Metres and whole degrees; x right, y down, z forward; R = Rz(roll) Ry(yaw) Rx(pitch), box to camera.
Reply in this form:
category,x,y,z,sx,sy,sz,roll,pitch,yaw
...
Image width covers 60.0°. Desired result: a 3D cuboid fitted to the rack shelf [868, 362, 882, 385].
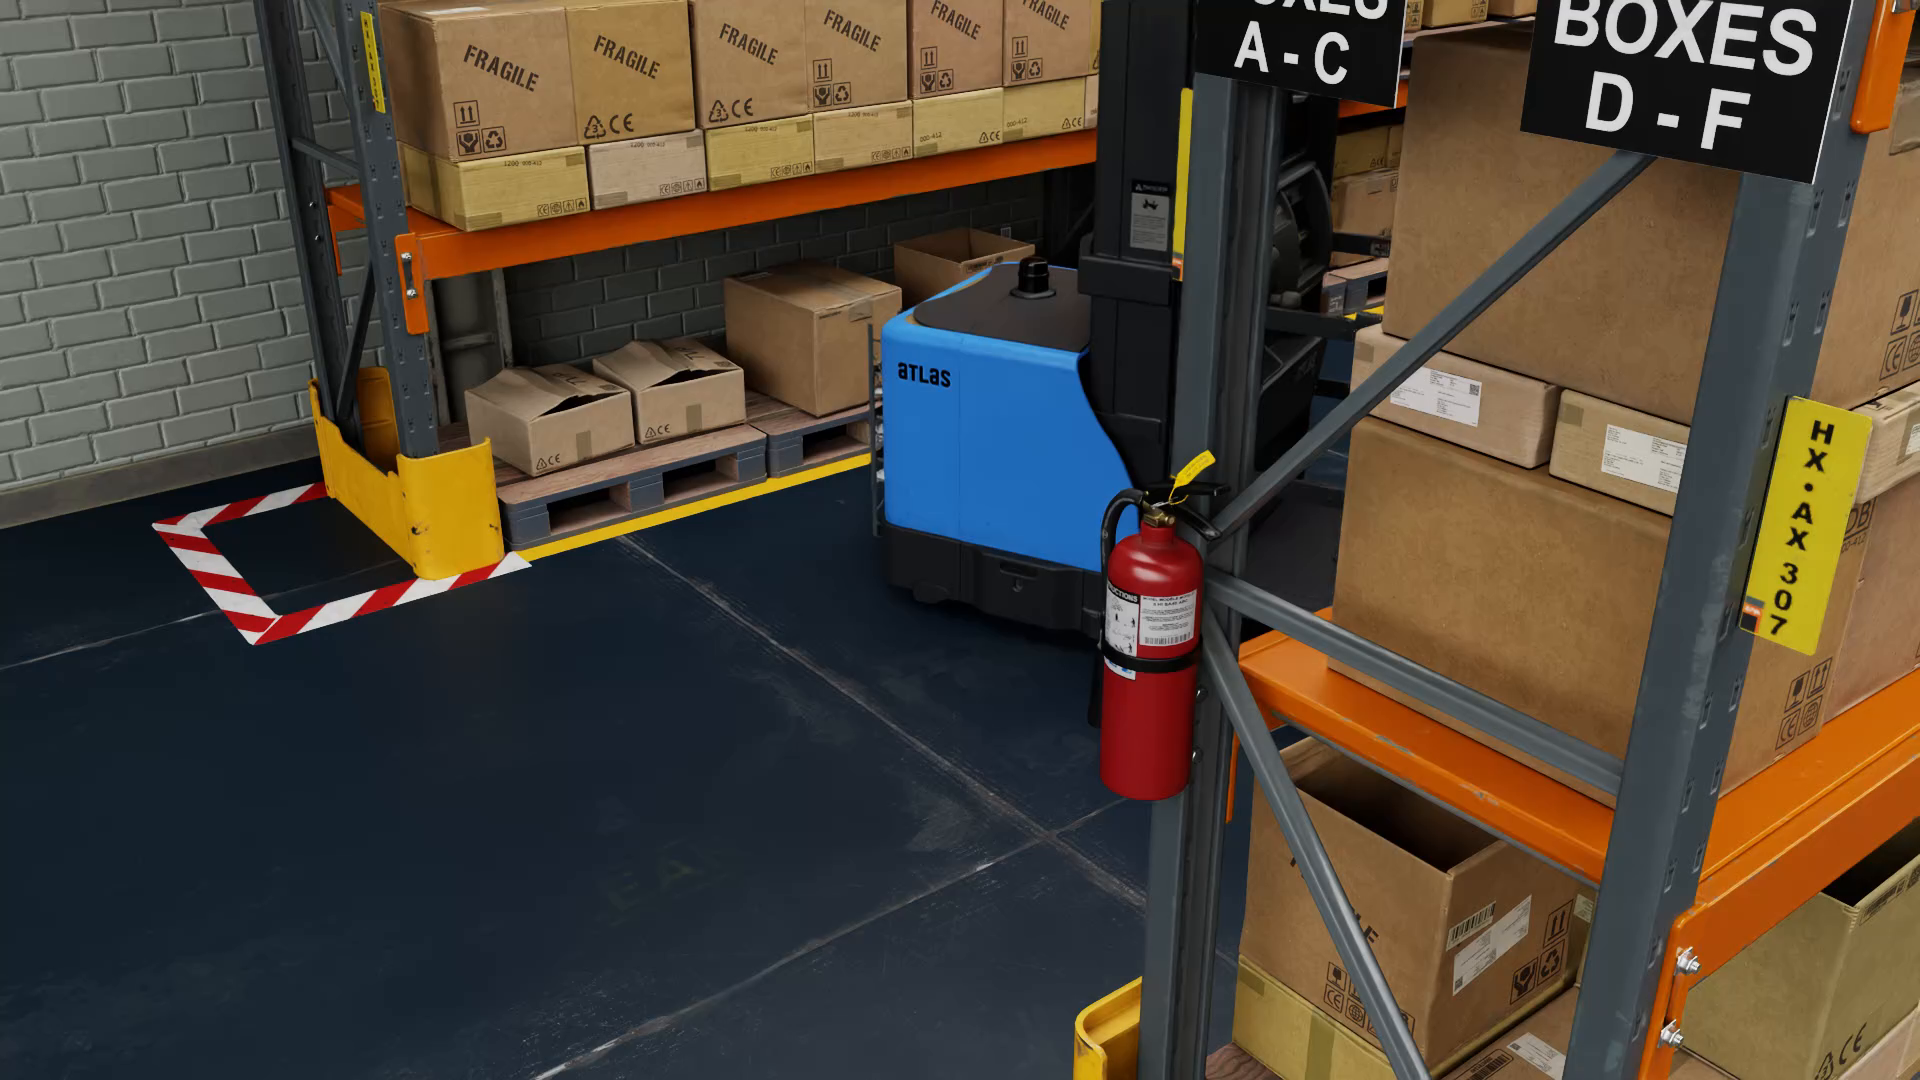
category,x,y,z,sx,sy,sz,roll,pitch,yaw
rack shelf,-0.199,-0.650,6.519,0.258,0.077,0.200,15,29,29

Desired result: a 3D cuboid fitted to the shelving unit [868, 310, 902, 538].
category,x,y,z,sx,sy,sz,roll,pitch,yaw
shelving unit,-0.198,-0.435,6.618,0.258,0.900,0.210,15,29,29

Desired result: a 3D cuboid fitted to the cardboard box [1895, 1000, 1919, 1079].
category,x,y,z,sx,sy,sz,roll,pitch,yaw
cardboard box,2.069,0.958,3.889,0.500,0.250,0.500,-18,31,-34

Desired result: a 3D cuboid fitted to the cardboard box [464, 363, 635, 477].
category,x,y,z,sx,sy,sz,roll,pitch,yaw
cardboard box,-1.735,-0.542,7.026,0.500,0.311,0.500,-23,33,-40

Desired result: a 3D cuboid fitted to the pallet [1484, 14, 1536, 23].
category,x,y,z,sx,sy,sz,roll,pitch,yaw
pallet,3.466,-3.183,10.273,1.003,0.211,1.213,-18,31,-34

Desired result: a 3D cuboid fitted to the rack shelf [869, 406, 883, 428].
category,x,y,z,sx,sy,sz,roll,pitch,yaw
rack shelf,-0.198,-0.487,6.594,0.258,0.077,0.200,15,29,29

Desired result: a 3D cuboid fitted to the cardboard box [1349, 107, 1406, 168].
category,x,y,z,sx,sy,sz,roll,pitch,yaw
cardboard box,2.537,-2.429,9.977,0.500,0.250,0.500,-18,31,-34

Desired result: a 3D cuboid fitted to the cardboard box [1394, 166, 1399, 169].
category,x,y,z,sx,sy,sz,roll,pitch,yaw
cardboard box,2.576,-2.118,10.197,0.500,0.500,0.700,-18,31,-34

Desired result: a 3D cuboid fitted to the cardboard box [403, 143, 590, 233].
category,x,y,z,sx,sy,sz,roll,pitch,yaw
cardboard box,-1.755,-1.375,6.303,0.500,0.250,0.500,-19,31,-35

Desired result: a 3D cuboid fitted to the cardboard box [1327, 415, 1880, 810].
category,x,y,z,sx,sy,sz,roll,pitch,yaw
cardboard box,1.100,0.066,2.927,0.500,0.500,0.700,-18,31,-34

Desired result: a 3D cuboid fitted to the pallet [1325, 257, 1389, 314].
category,x,y,z,sx,sy,sz,roll,pitch,yaw
pallet,2.385,-1.708,10.179,1.213,0.211,1.003,-18,31,-34

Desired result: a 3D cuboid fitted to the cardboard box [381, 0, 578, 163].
category,x,y,z,sx,sy,sz,roll,pitch,yaw
cardboard box,-1.774,-1.718,6.152,0.500,0.500,0.500,-18,31,-34

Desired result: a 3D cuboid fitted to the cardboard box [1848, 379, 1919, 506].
category,x,y,z,sx,sy,sz,roll,pitch,yaw
cardboard box,1.373,-0.212,2.754,0.250,0.149,0.380,-19,31,-35

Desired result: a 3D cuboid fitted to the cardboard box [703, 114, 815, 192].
category,x,y,z,sx,sy,sz,roll,pitch,yaw
cardboard box,-0.950,-1.645,6.885,0.500,0.250,0.500,-19,31,-35

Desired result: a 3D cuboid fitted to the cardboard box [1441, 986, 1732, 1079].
category,x,y,z,sx,sy,sz,roll,pitch,yaw
cardboard box,1.284,1.219,3.327,0.500,0.250,0.500,-18,31,-34

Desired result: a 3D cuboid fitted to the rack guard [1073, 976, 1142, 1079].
category,x,y,z,sx,sy,sz,roll,pitch,yaw
rack guard,0.706,1.368,3.208,0.348,0.500,1.175,-18,31,-34

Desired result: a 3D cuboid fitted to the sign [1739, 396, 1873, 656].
category,x,y,z,sx,sy,sz,roll,pitch,yaw
sign,1.063,-0.015,2.097,0.005,0.325,0.100,-18,31,-34

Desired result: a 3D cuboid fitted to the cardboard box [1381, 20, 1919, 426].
category,x,y,z,sx,sy,sz,roll,pitch,yaw
cardboard box,1.142,-0.537,2.683,0.500,0.500,0.700,-18,30,-34

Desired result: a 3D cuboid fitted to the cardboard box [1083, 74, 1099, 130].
category,x,y,z,sx,sy,sz,roll,pitch,yaw
cardboard box,0.627,-2.169,8.014,0.500,0.250,0.500,-18,30,-34

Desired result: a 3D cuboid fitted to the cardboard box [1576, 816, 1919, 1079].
category,x,y,z,sx,sy,sz,roll,pitch,yaw
cardboard box,1.677,0.748,3.451,0.500,0.500,0.500,-18,31,-34

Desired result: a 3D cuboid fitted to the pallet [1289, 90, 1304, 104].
category,x,y,z,sx,sy,sz,roll,pitch,yaw
pallet,1.504,-2.514,8.833,1.213,0.211,1.003,-18,31,-34

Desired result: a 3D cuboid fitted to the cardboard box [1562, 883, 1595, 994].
category,x,y,z,sx,sy,sz,roll,pitch,yaw
cardboard box,1.351,0.914,3.986,0.500,0.250,0.500,-18,31,-34

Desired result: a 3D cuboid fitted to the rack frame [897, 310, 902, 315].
category,x,y,z,sx,sy,sz,roll,pitch,yaw
rack frame,-0.144,-0.471,6.696,0.240,0.900,0.006,15,29,29

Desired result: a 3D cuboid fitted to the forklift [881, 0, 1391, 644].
category,x,y,z,sx,sy,sz,roll,pitch,yaw
forklift,1.248,-1.004,5.432,3.031,2.935,1.130,13,28,26

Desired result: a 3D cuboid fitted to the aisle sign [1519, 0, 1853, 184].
category,x,y,z,sx,sy,sz,roll,pitch,yaw
aisle sign,0.862,-0.833,1.893,0.004,0.787,0.394,-18,31,-34

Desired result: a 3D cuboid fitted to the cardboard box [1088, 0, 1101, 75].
category,x,y,z,sx,sy,sz,roll,pitch,yaw
cardboard box,0.632,-2.507,7.852,0.500,0.500,0.500,-18,31,-34

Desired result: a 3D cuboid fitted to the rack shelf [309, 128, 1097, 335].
category,x,y,z,sx,sy,sz,roll,pitch,yaw
rack shelf,-0.761,-1.605,7.500,4.000,0.370,1.077,-18,31,-34

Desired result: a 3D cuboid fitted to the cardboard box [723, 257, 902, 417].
category,x,y,z,sx,sy,sz,roll,pitch,yaw
cardboard box,-0.678,-0.950,7.680,0.500,0.500,0.700,-21,32,-37

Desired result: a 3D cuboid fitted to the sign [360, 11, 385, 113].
category,x,y,z,sx,sy,sz,roll,pitch,yaw
sign,-2.000,-1.625,5.660,0.005,0.325,0.100,-18,31,-34

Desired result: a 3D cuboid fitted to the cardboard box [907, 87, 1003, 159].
category,x,y,z,sx,sy,sz,roll,pitch,yaw
cardboard box,-0.156,-1.906,7.449,0.500,0.250,0.500,-18,31,-34

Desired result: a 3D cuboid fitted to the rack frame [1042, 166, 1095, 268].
category,x,y,z,sx,sy,sz,roll,pitch,yaw
rack frame,0.813,-2.451,8.468,0.127,3.000,1.000,-18,31,-34

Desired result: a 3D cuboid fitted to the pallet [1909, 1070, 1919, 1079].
category,x,y,z,sx,sy,sz,roll,pitch,yaw
pallet,2.260,0.965,4.420,1.213,0.211,1.003,-18,31,-34

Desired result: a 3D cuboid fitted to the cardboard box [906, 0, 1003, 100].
category,x,y,z,sx,sy,sz,roll,pitch,yaw
cardboard box,-0.160,-2.248,7.295,0.500,0.500,0.500,-19,31,-35

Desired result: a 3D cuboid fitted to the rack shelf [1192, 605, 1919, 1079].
category,x,y,z,sx,sy,sz,roll,pitch,yaw
rack shelf,2.299,0.035,3.966,4.000,0.370,1.077,-18,31,-34

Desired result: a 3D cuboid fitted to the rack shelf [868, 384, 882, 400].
category,x,y,z,sx,sy,sz,roll,pitch,yaw
rack shelf,-0.198,-0.568,6.556,0.258,0.077,0.200,15,29,29

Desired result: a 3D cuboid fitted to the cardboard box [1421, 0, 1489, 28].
category,x,y,z,sx,sy,sz,roll,pitch,yaw
cardboard box,2.630,-3.279,9.610,0.500,0.500,0.700,-18,31,-34

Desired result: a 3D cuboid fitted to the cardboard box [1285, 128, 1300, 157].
category,x,y,z,sx,sy,sz,roll,pitch,yaw
cardboard box,1.726,-2.169,9.417,0.500,0.250,0.500,-19,31,-35

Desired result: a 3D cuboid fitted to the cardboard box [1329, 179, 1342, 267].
category,x,y,z,sx,sy,sz,roll,pitch,yaw
cardboard box,1.758,-1.864,9.651,0.500,0.500,0.700,-19,31,-35

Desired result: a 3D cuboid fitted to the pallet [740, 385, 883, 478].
category,x,y,z,sx,sy,sz,roll,pitch,yaw
pallet,-0.654,-0.681,7.968,1.213,0.211,1.003,-18,31,-34

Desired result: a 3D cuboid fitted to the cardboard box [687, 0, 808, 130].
category,x,y,z,sx,sy,sz,roll,pitch,yaw
cardboard box,-0.968,-1.975,6.706,0.500,0.500,0.500,-19,31,-36
